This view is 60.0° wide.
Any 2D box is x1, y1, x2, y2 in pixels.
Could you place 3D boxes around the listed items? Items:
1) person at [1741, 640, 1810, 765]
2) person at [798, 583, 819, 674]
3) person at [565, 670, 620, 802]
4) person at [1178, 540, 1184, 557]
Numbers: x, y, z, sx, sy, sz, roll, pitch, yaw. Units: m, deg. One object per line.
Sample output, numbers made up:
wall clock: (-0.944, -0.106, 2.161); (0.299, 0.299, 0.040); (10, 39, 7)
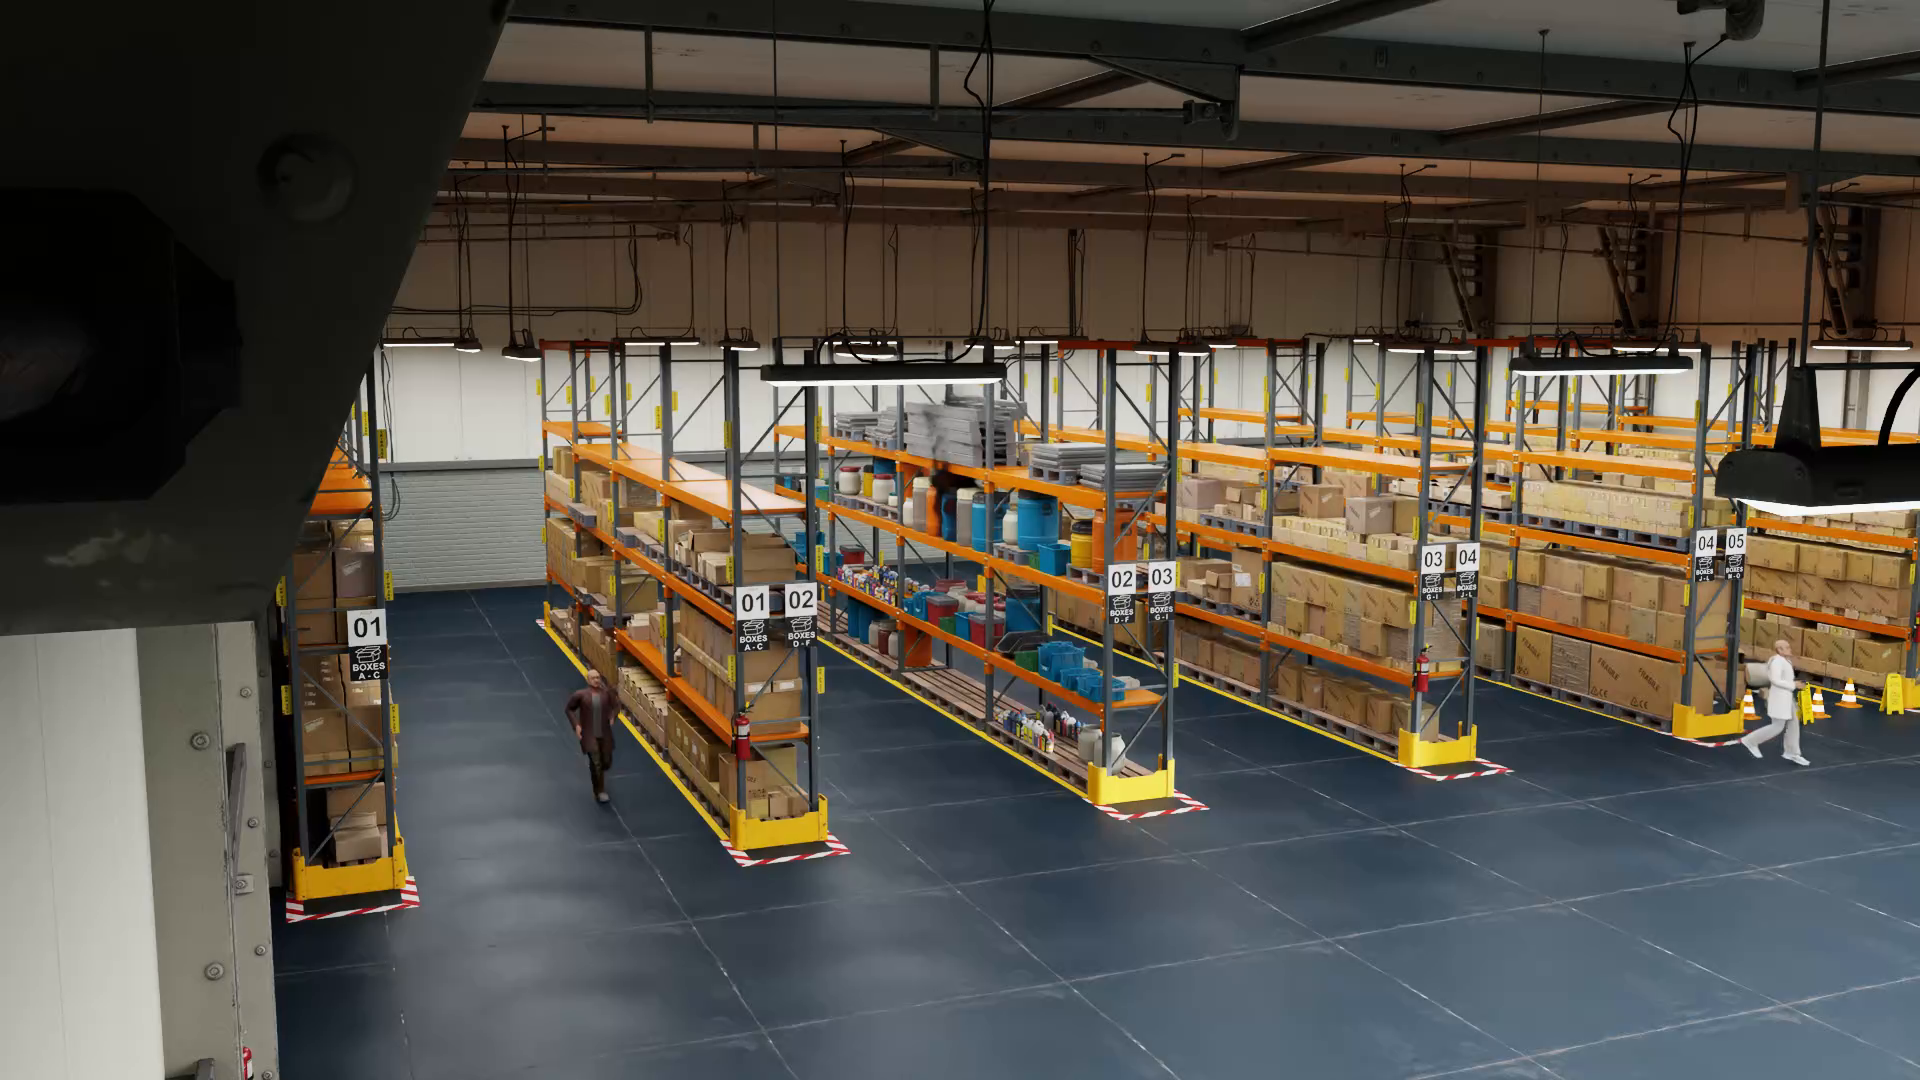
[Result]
person: (11.823, 2.342, 24.025); (0.915, 1.798, 0.718); (5, 9, 33)
person: (-2.659, 1.563, 28.230); (0.624, 1.697, 0.786); (-4, 9, -30)
person: (-4.889, 2.583, 22.214); (0.709, 1.742, 0.799); (-4, 9, -29)
person: (5.427, 0.057, 41.801); (0.742, 1.692, 0.776); (2, 8, 16)
